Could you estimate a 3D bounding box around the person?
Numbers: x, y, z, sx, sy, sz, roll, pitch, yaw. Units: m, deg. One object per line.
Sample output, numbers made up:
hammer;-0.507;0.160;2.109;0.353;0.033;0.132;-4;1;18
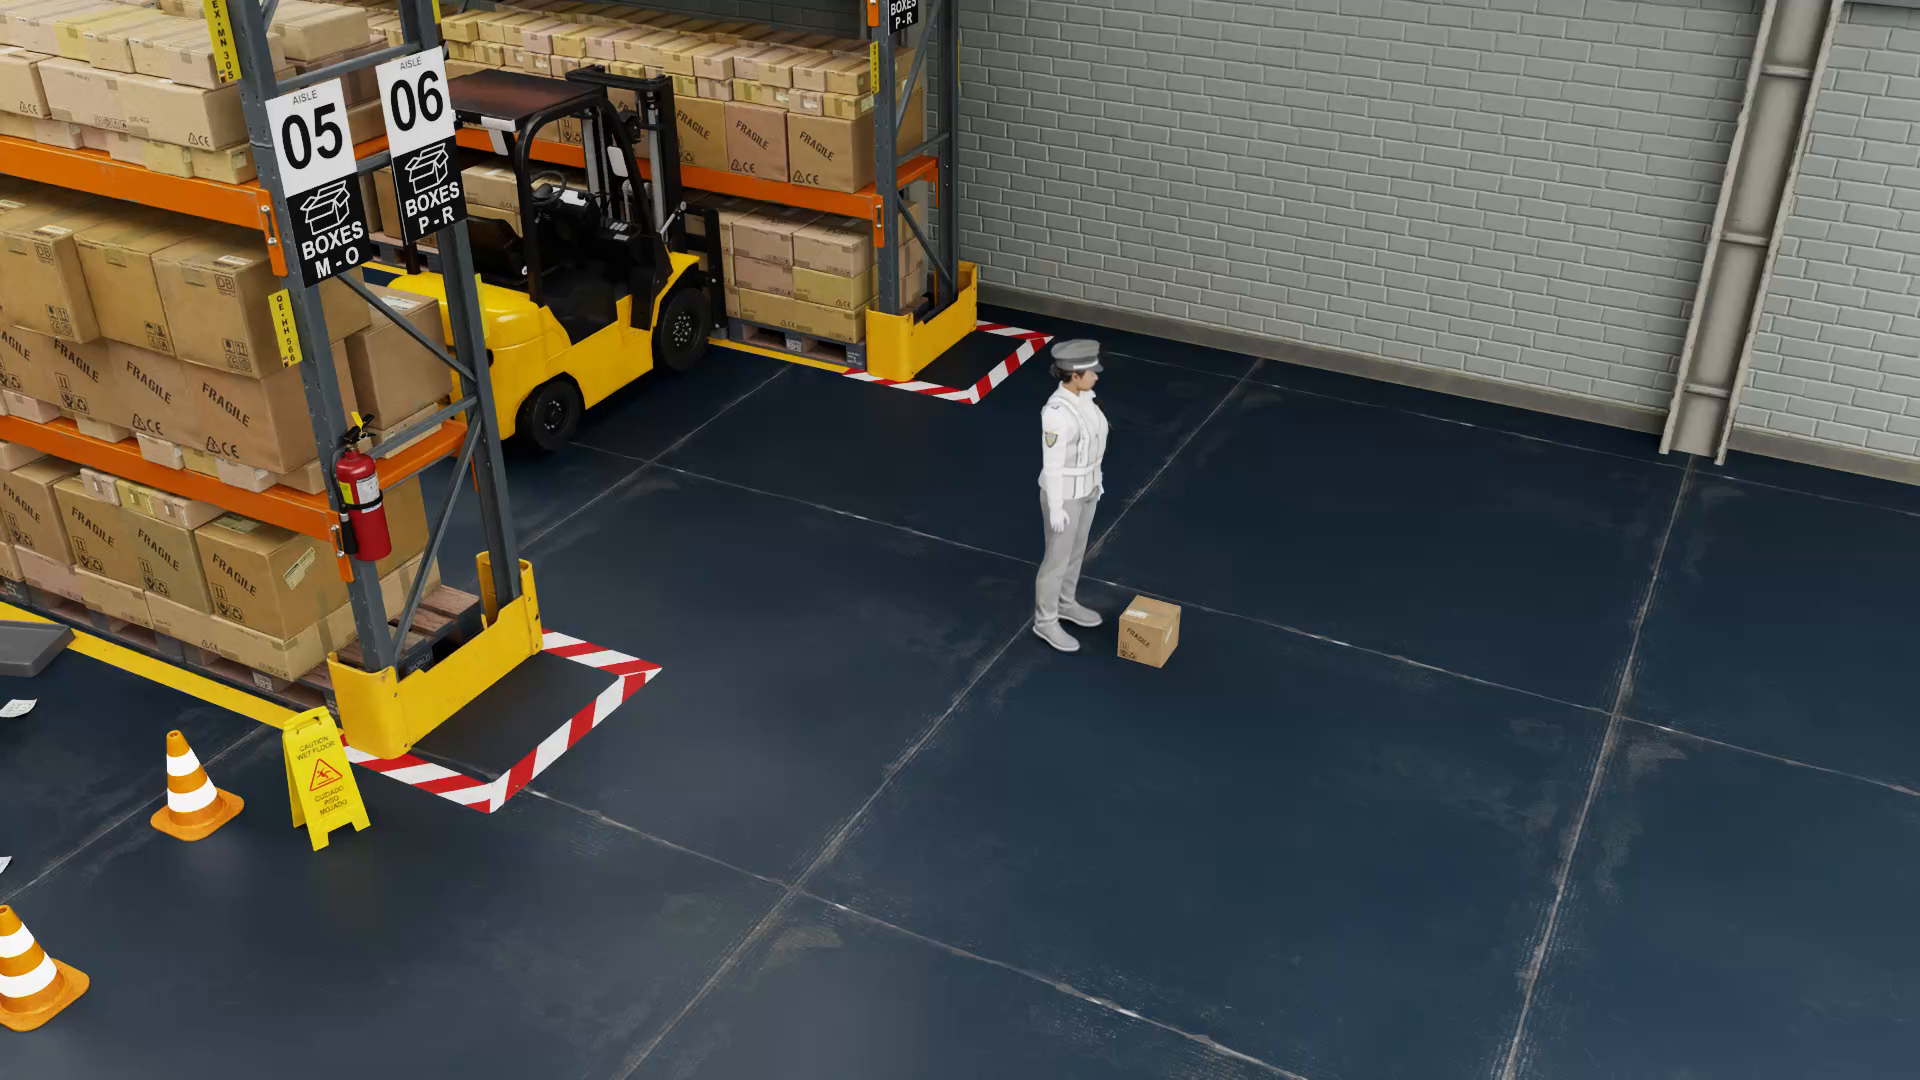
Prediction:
person;0.595;-0.250;8.694;0.324;1.682;0.508;15;34;24
